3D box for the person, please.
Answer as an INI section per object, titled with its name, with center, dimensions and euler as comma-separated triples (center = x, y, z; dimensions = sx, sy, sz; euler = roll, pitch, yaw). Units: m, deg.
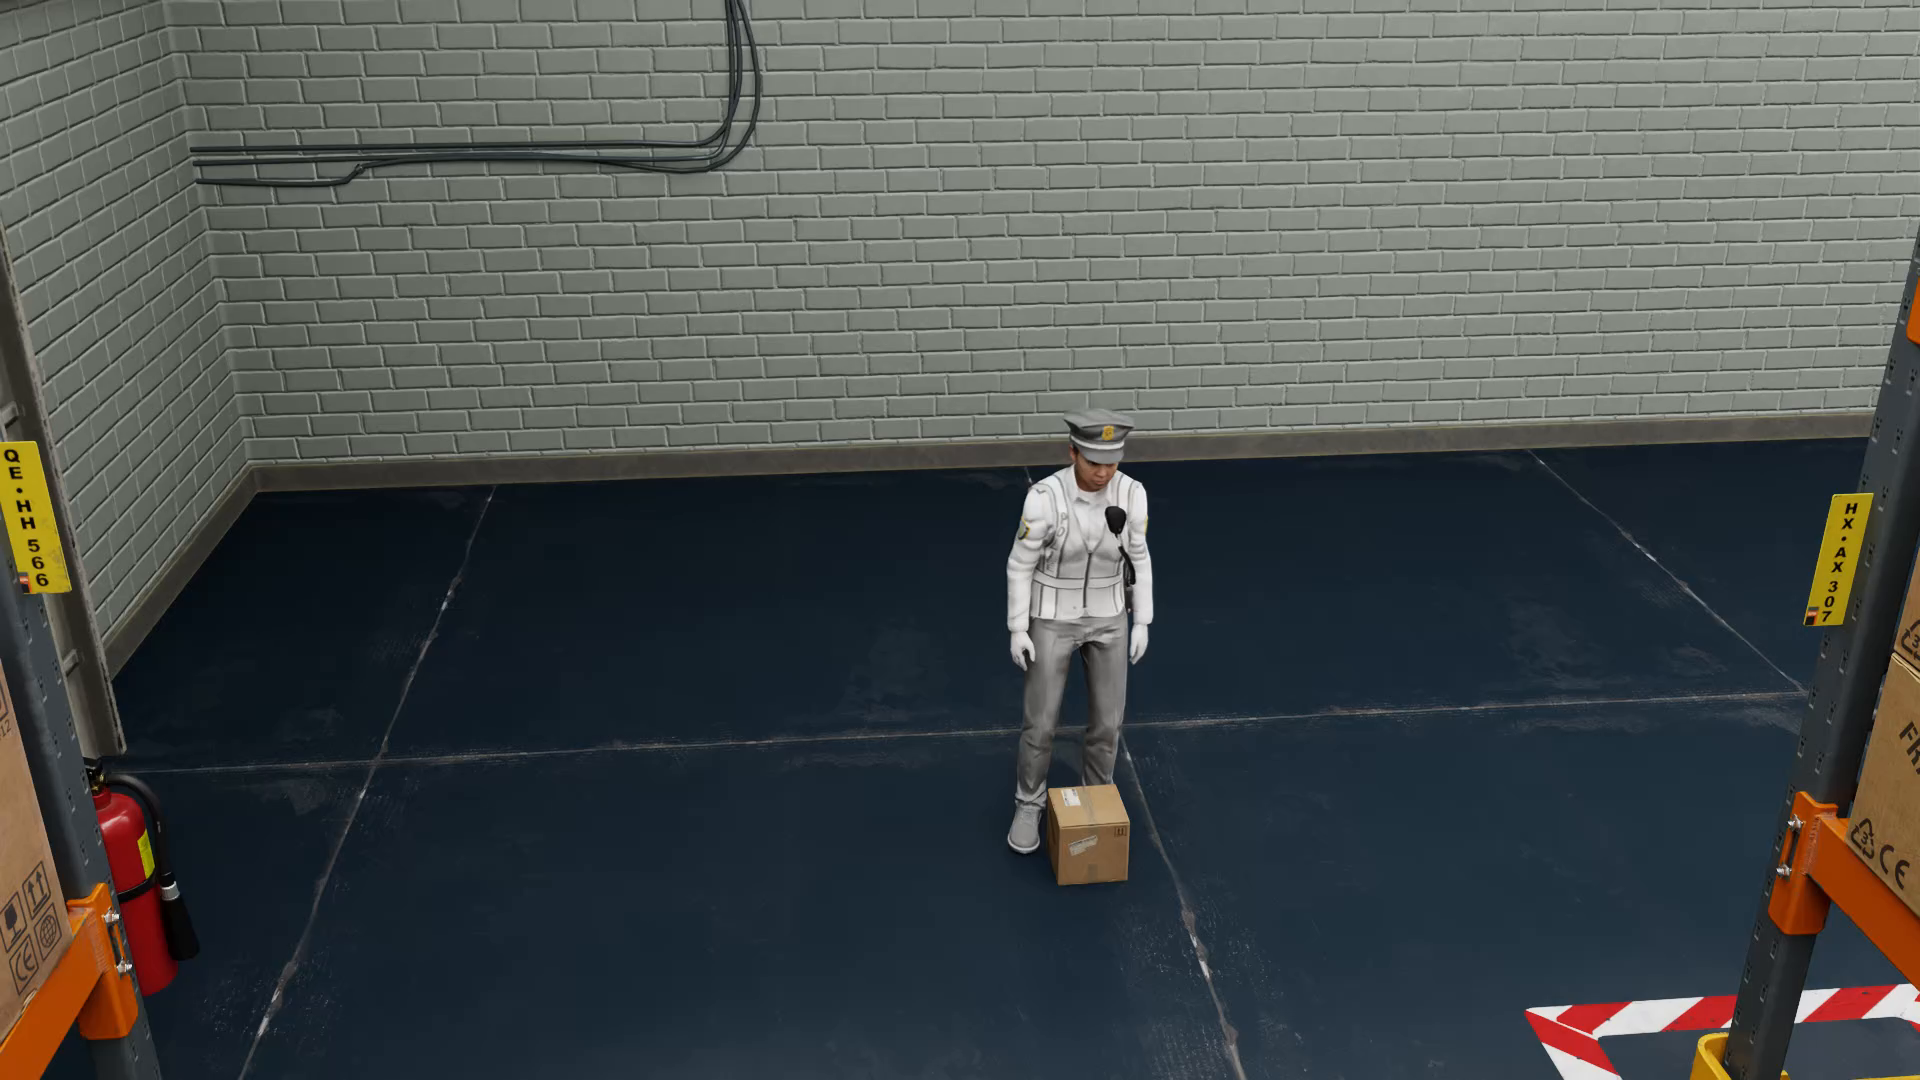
[person]
center = 0.426, 0.316, 5.895
dimensions = 0.532, 1.653, 0.375
euler = -3, 24, -8
